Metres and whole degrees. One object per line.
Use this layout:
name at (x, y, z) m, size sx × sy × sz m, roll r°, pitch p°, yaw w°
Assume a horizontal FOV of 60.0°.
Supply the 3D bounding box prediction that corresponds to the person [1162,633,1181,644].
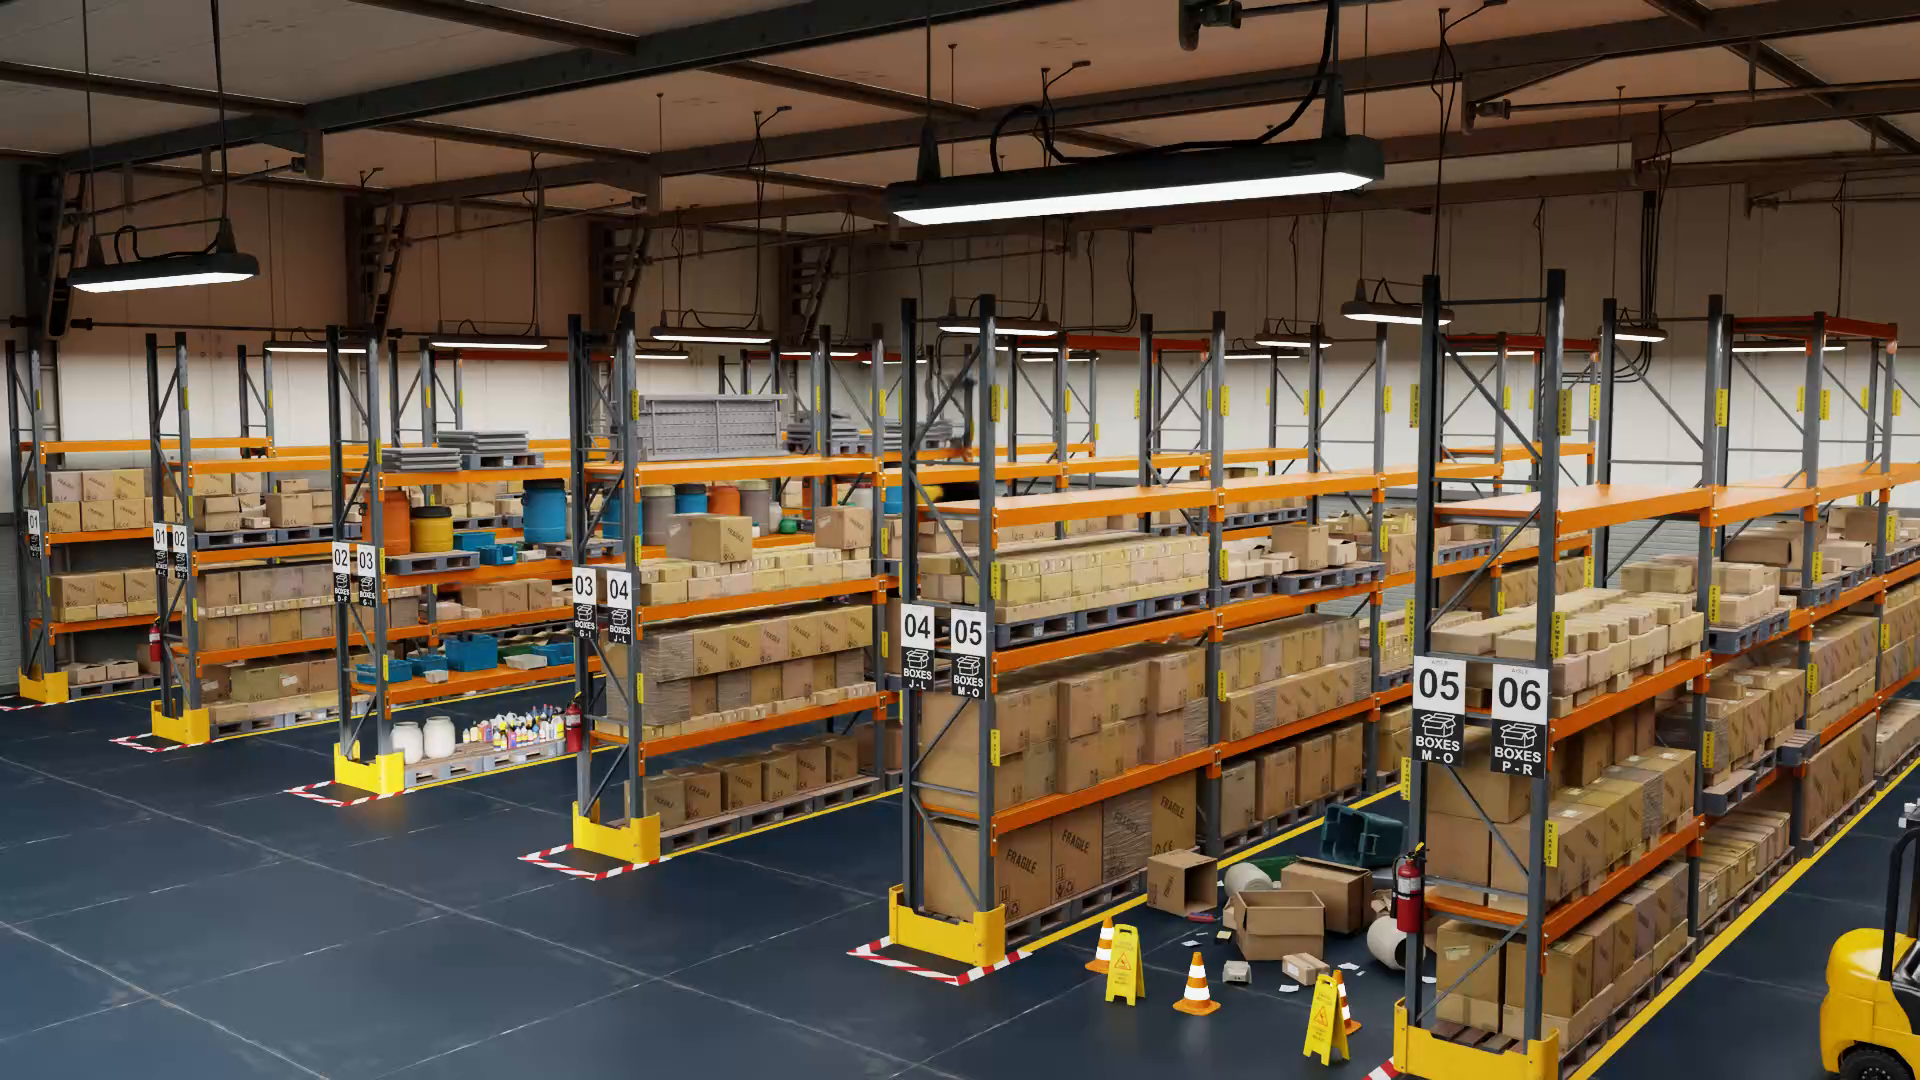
person at (2.901, 2.019, 22.400) m, size 0.691 × 1.719 × 0.778 m, roll 4°, pitch 6°, yaw 37°

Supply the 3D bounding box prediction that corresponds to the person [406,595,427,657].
person at (-9.744, 1.619, 29.585) m, size 0.722 × 1.829 × 1.002 m, roll 3°, pitch 6°, yaw 34°
